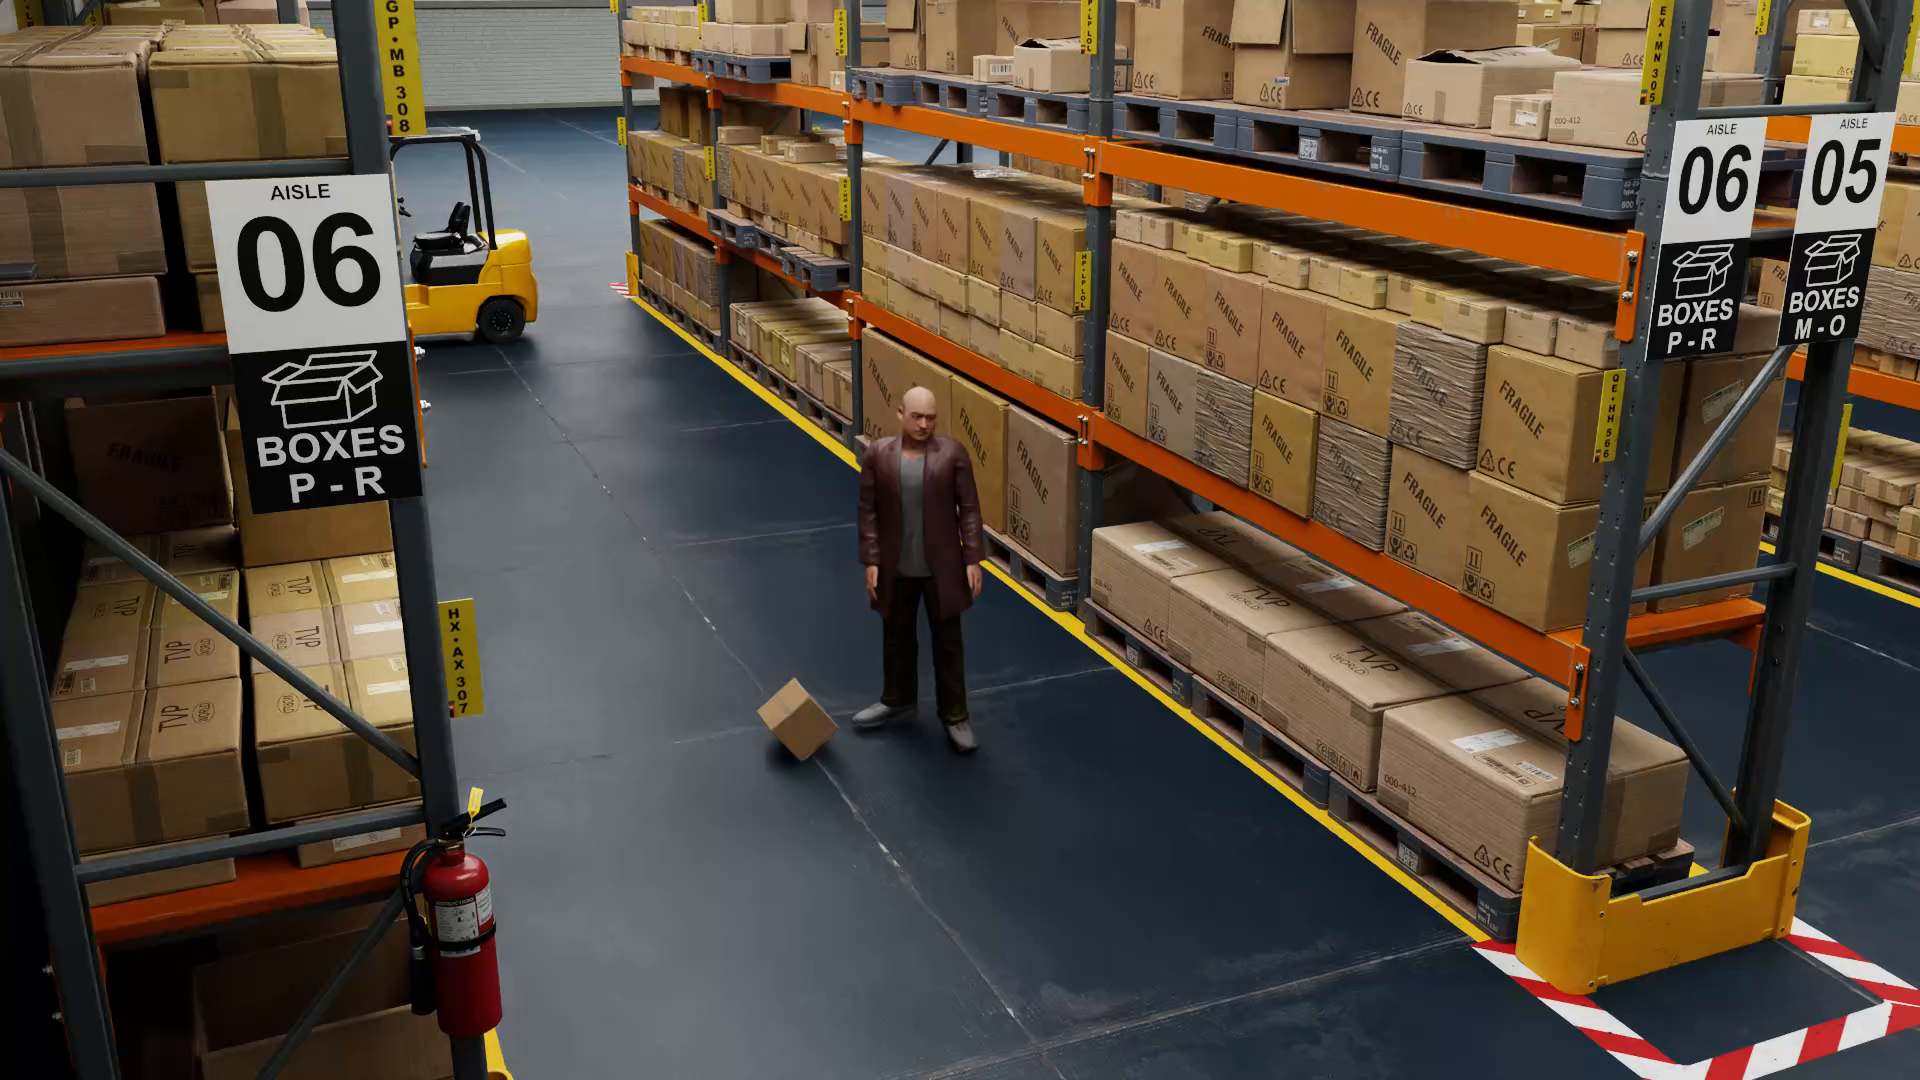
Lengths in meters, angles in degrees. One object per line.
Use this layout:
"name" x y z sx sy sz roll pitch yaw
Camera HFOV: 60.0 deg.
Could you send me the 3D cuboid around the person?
"person" -0.214 0.125 8.131 0.683 1.781 0.480 3 19 8
